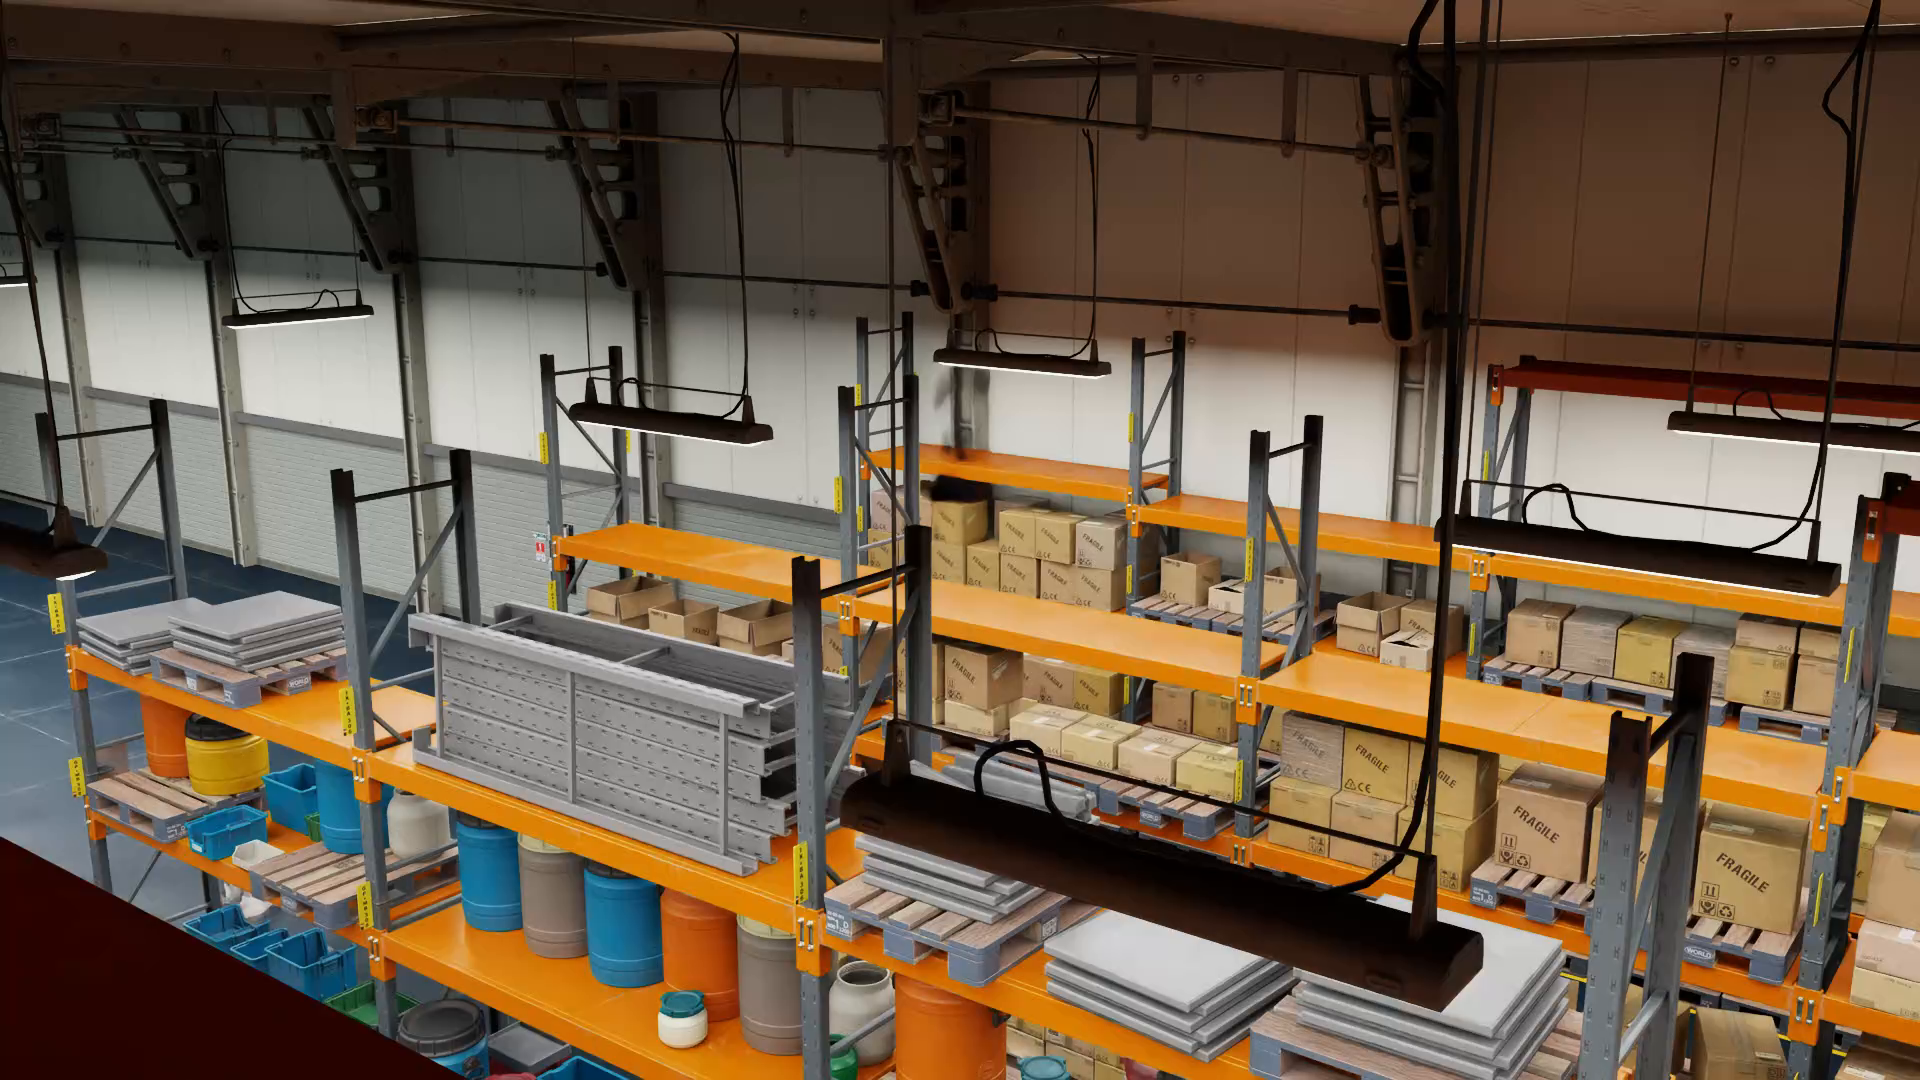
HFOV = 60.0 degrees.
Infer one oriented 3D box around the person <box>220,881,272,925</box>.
[{"bbox_3d":[-6.904,3.568,16.111,0.597,1.733,0.655,0,13,1],"label":"person"}]
